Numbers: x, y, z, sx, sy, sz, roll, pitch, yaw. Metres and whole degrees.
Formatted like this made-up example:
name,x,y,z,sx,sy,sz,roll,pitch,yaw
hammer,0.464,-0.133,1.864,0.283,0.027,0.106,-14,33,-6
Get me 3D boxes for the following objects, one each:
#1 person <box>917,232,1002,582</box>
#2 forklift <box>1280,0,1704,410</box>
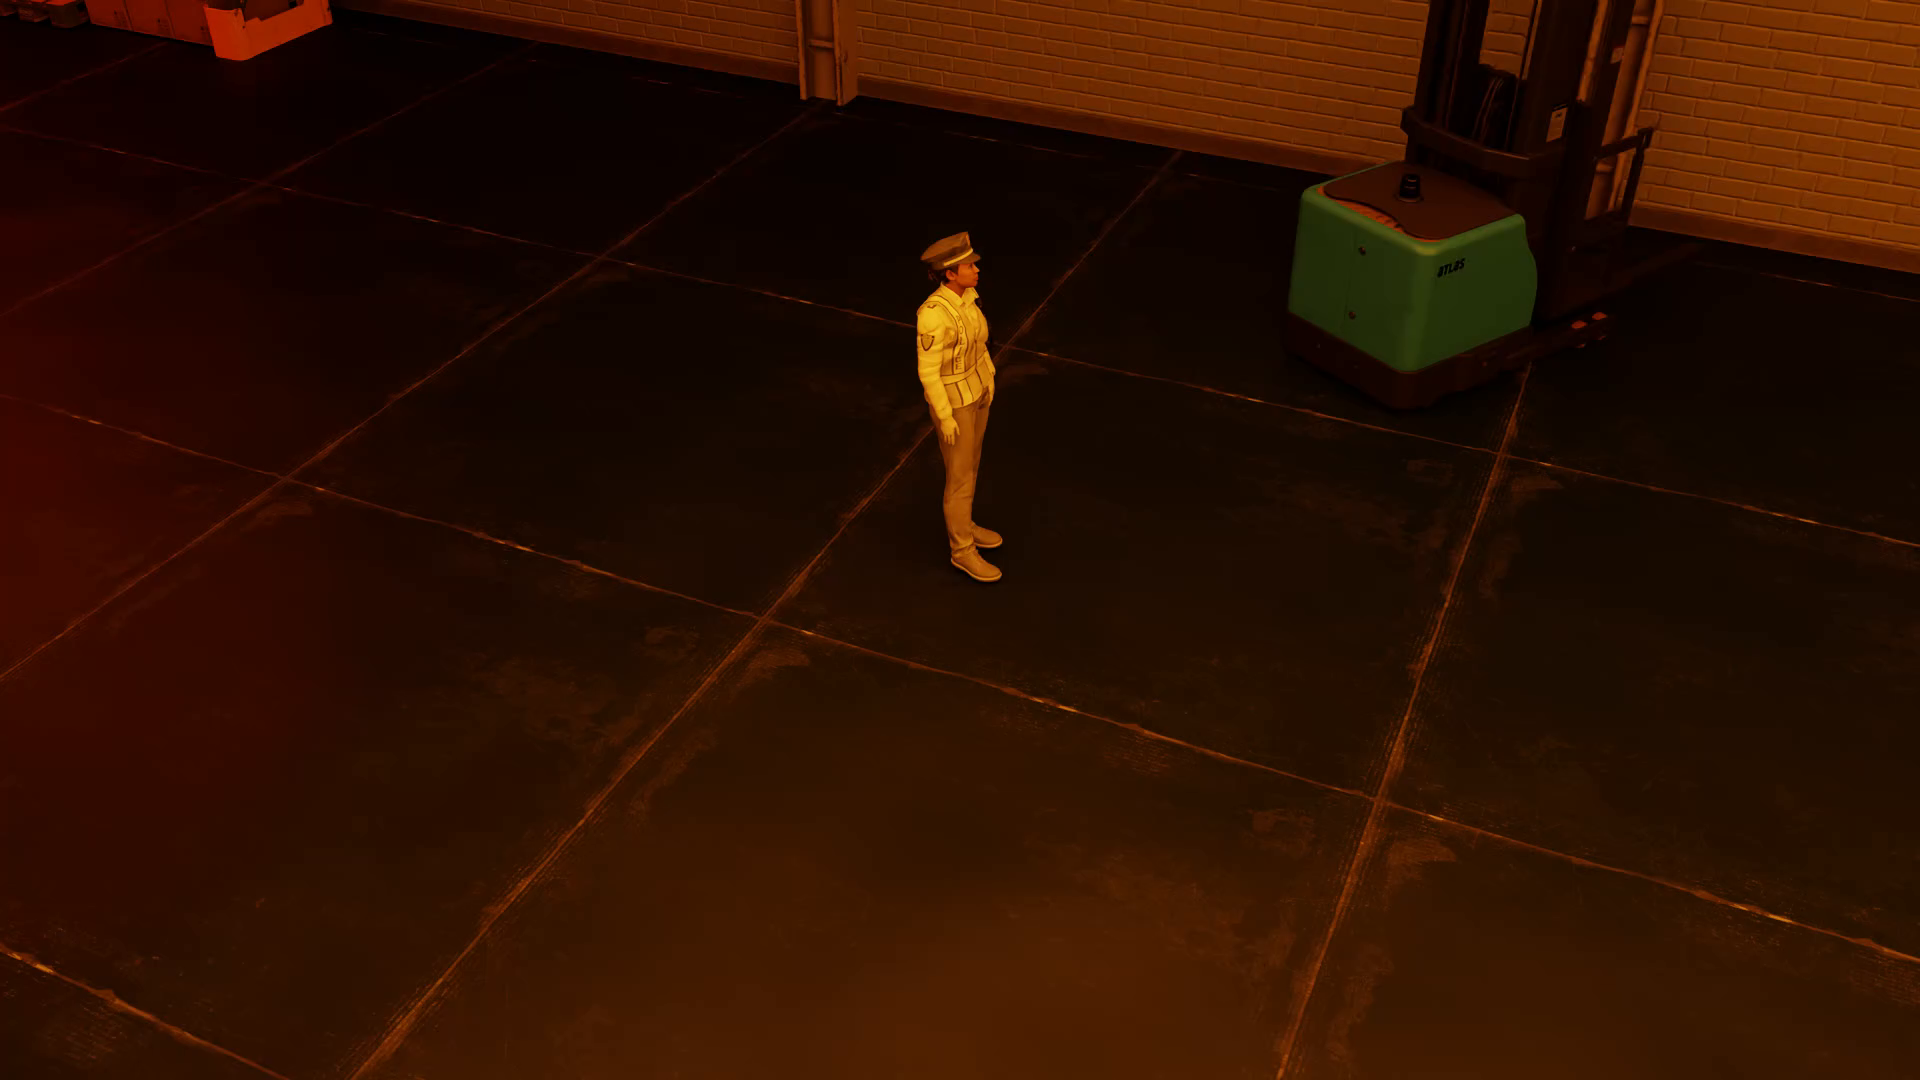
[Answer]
name,x,y,z,sx,sy,sz,roll,pitch,yaw
person,0.058,-0.676,8.087,0.533,1.696,0.588,15,38,20
forklift,3.461,-2.608,9.742,3.031,2.935,1.130,-22,41,-28
